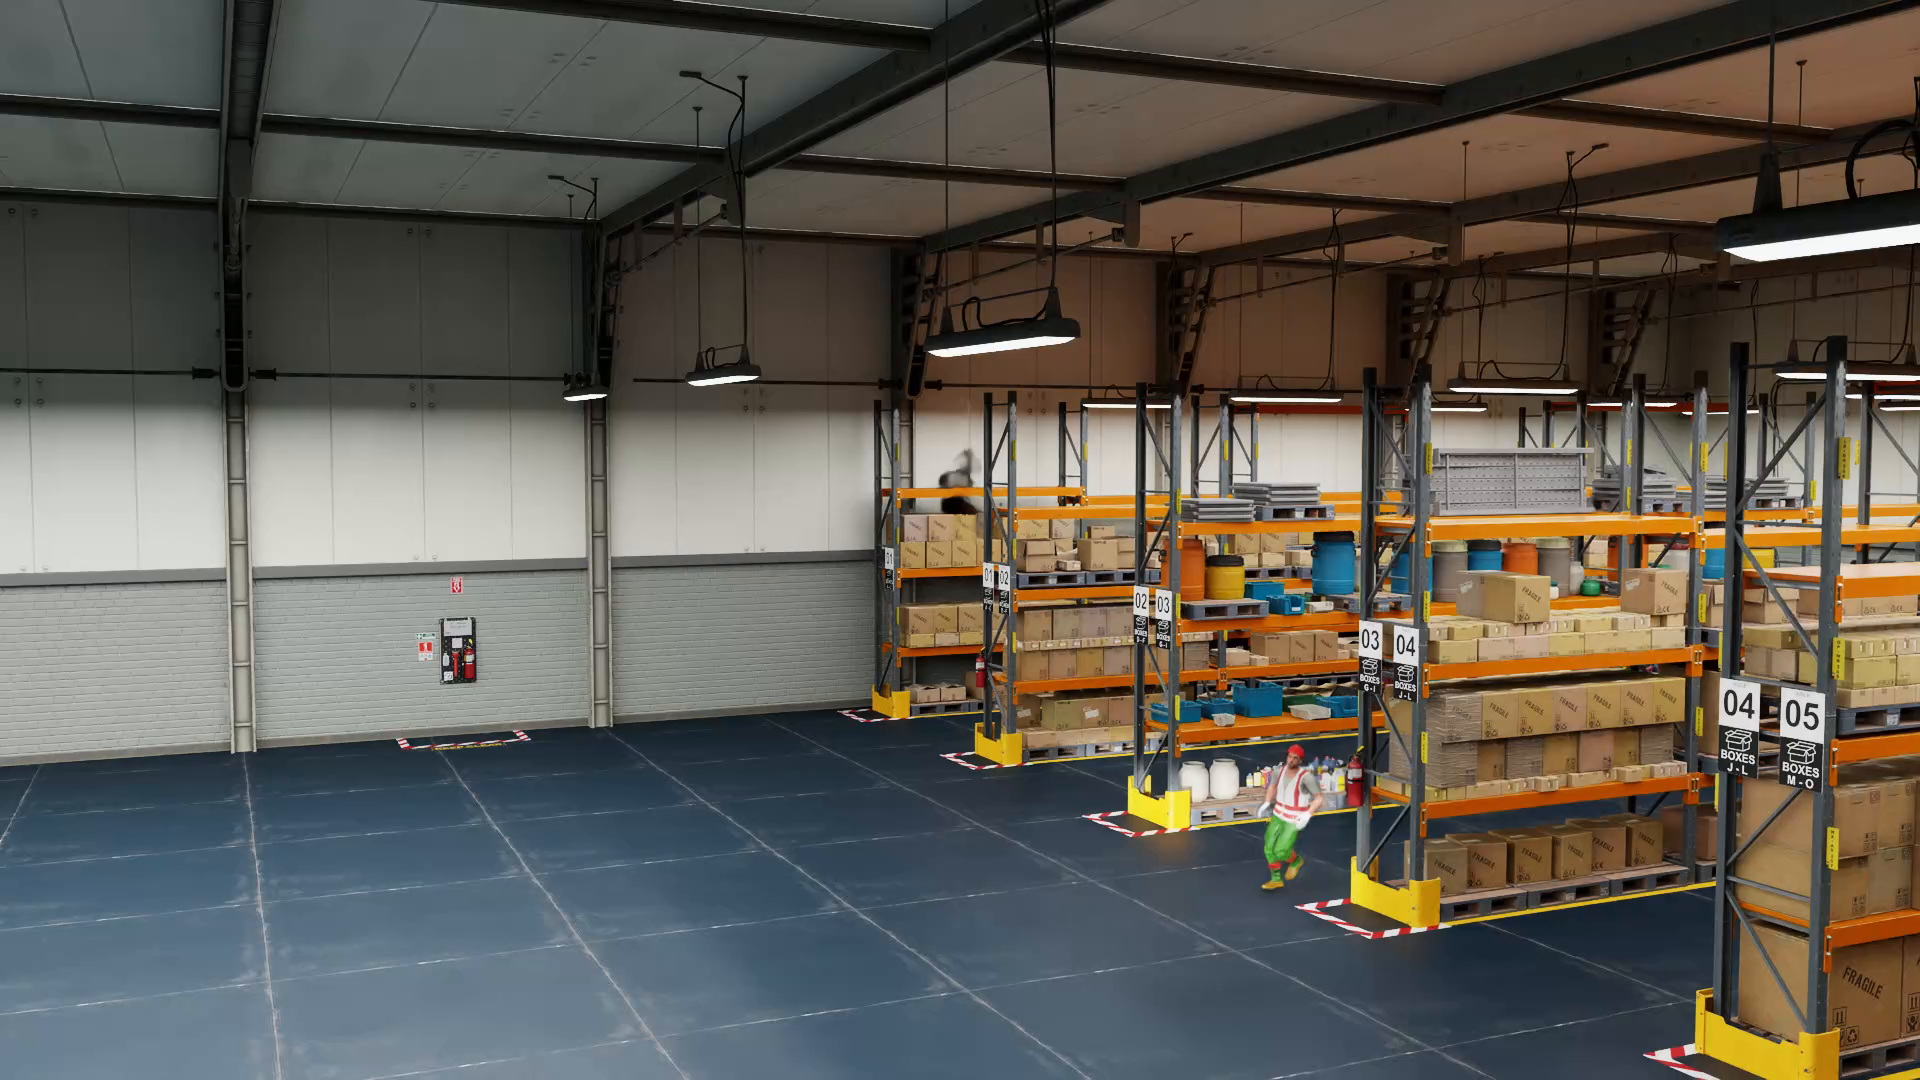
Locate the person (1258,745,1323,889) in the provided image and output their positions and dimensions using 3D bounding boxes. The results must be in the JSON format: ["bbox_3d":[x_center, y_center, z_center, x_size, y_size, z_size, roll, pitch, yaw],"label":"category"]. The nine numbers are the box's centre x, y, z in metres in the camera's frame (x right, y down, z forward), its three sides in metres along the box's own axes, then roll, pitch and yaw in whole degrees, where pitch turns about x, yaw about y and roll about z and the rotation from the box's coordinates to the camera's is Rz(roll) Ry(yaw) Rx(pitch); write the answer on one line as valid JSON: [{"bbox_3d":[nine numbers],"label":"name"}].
[{"bbox_3d":[3.798,3.195,19.125,0.561,1.717,0.707,-3,4,-40],"label":"person"}]
